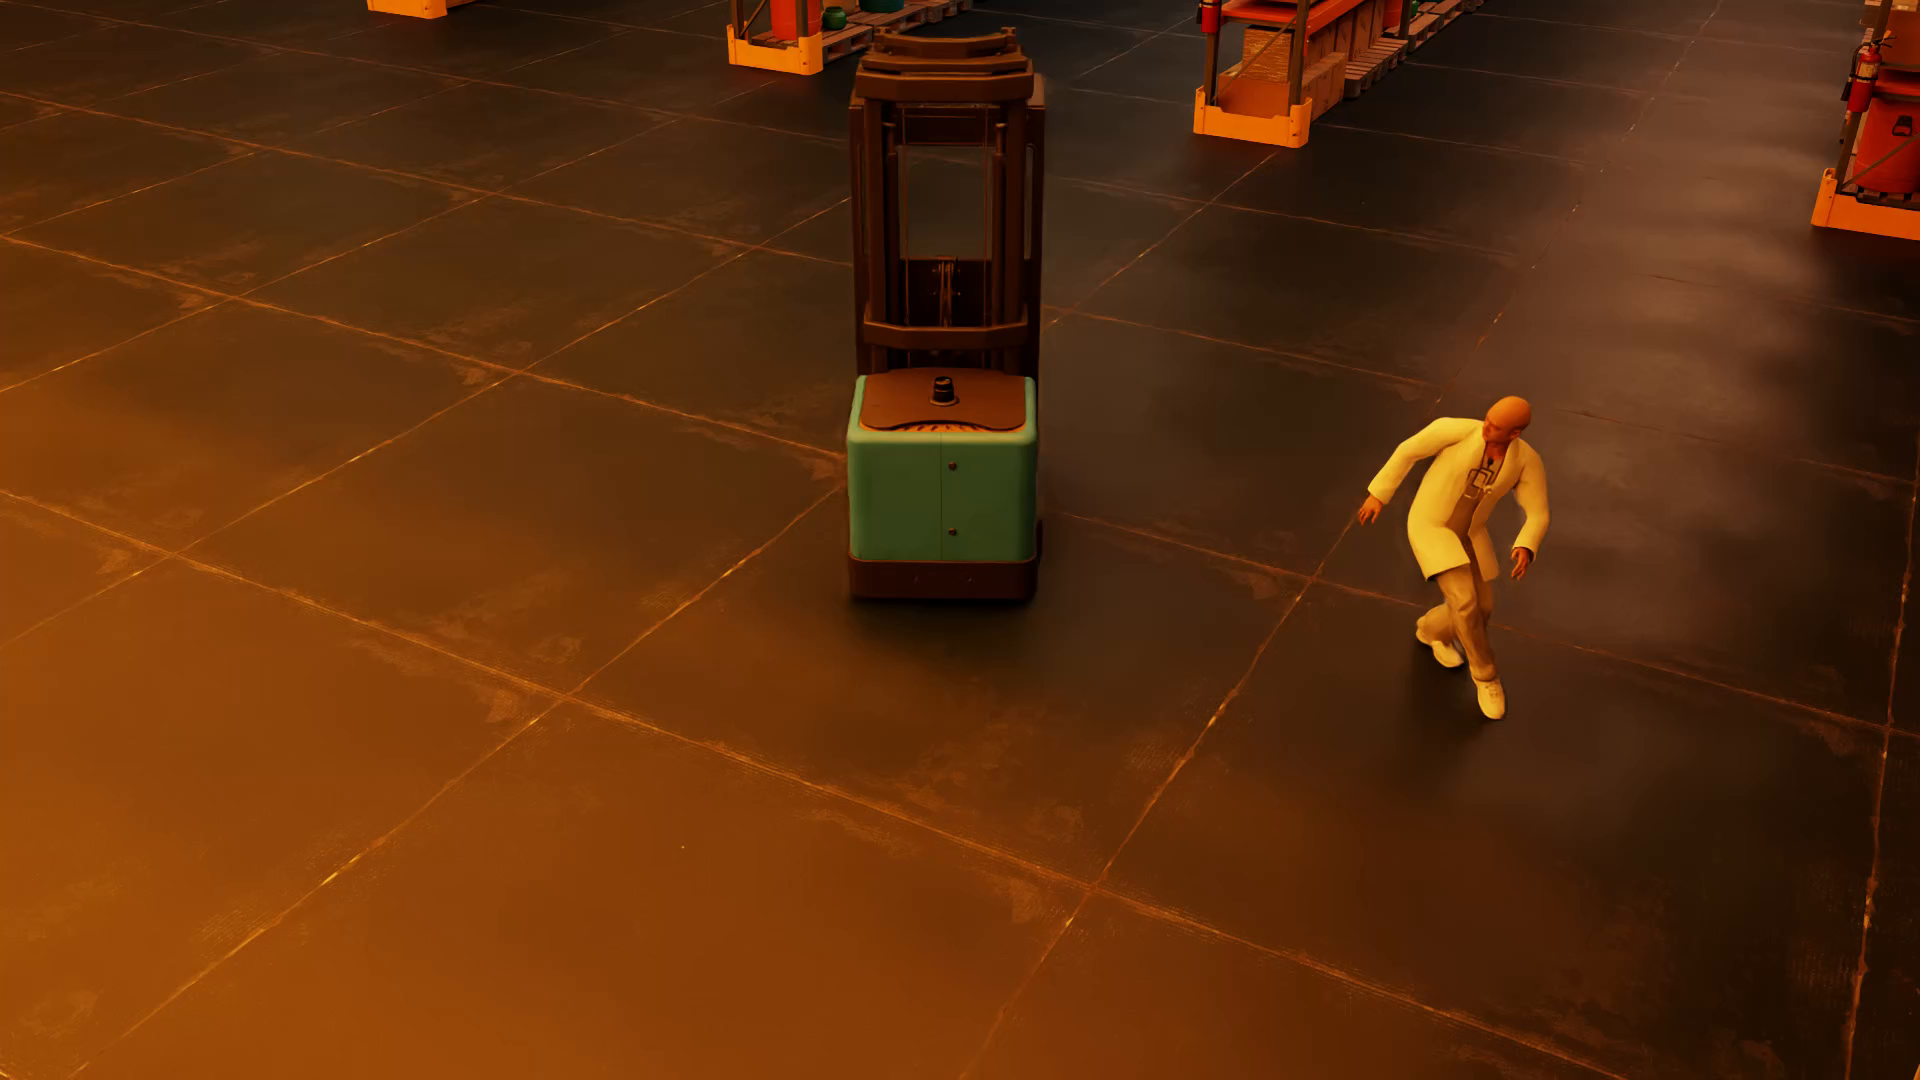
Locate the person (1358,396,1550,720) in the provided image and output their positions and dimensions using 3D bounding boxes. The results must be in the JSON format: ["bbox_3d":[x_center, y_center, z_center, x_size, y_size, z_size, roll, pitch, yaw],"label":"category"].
[{"bbox_3d":[2.507,0.032,8.323,0.808,1.617,0.831,-5,30,-9],"label":"person"}]

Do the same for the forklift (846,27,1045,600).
[{"bbox_3d":[-0.068,-1.635,9.904,1.130,2.935,3.031,1,30,1],"label":"forklift"}]
